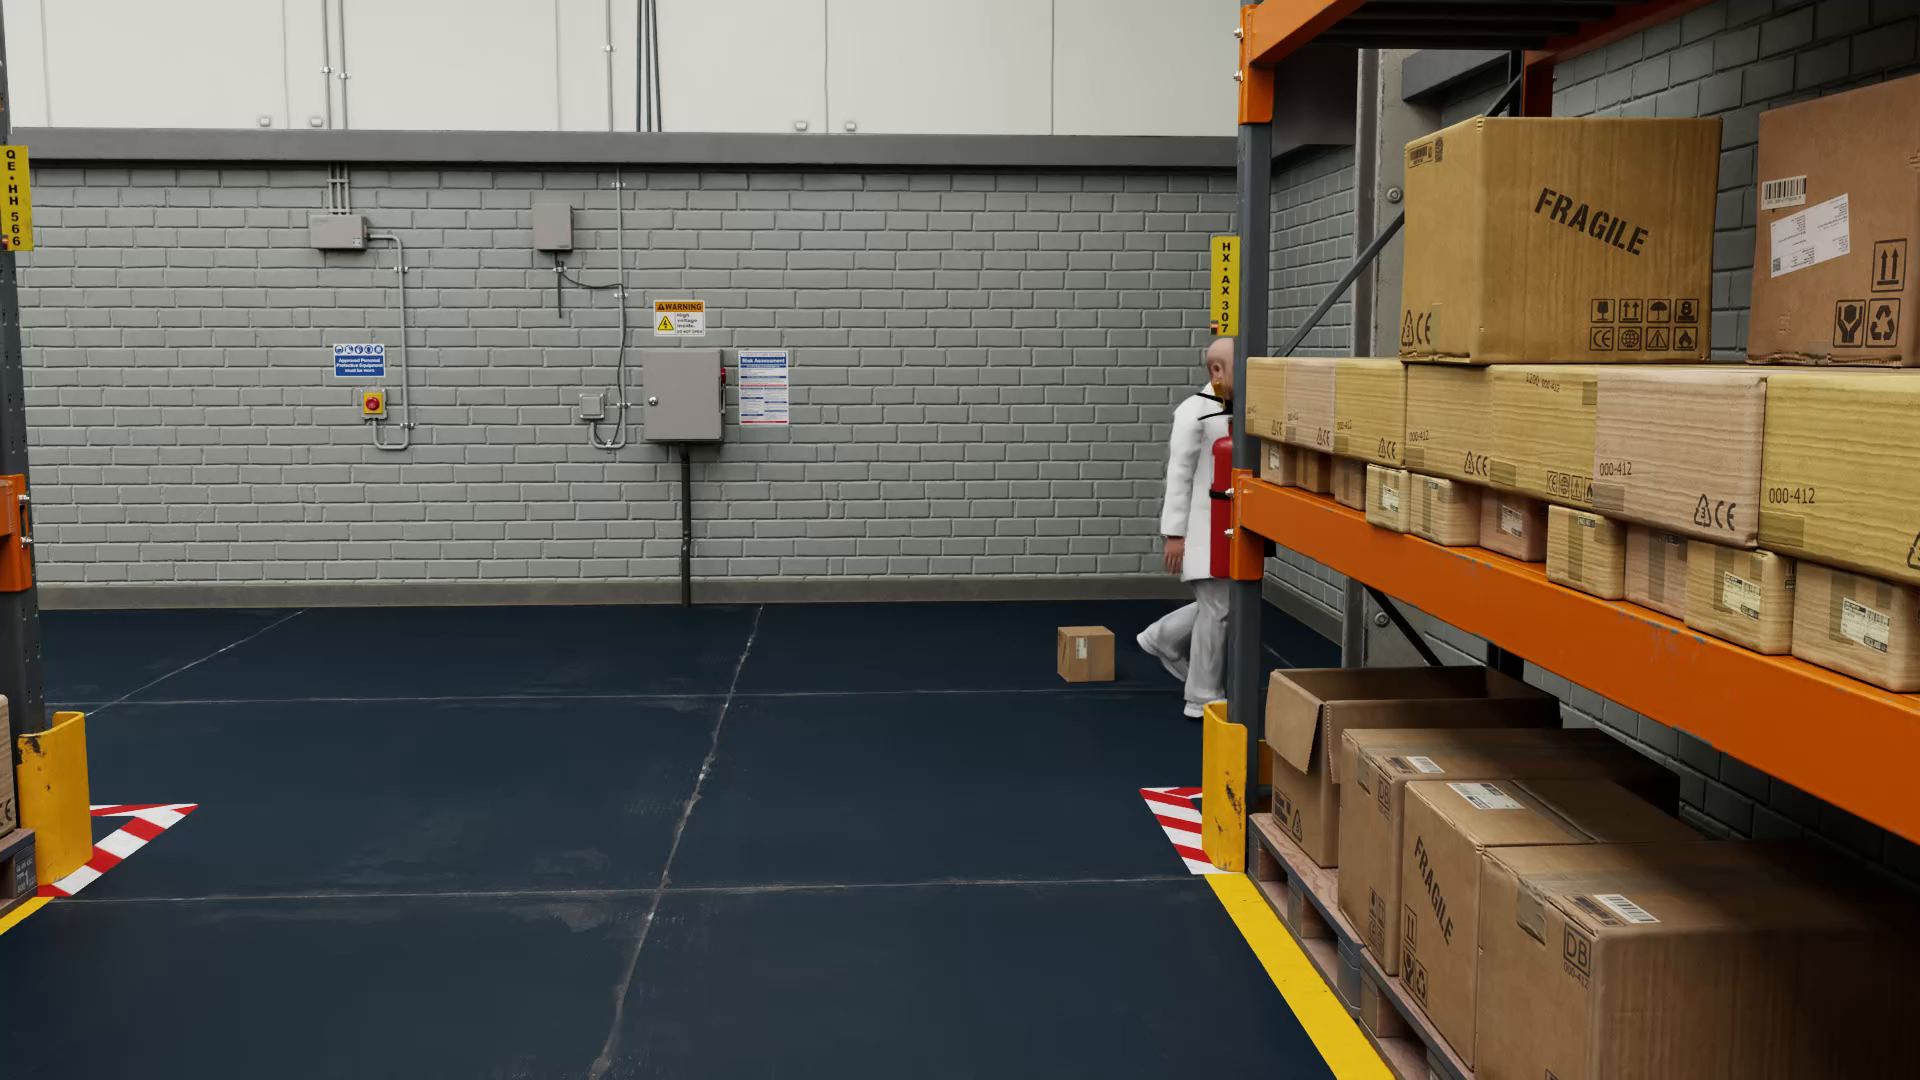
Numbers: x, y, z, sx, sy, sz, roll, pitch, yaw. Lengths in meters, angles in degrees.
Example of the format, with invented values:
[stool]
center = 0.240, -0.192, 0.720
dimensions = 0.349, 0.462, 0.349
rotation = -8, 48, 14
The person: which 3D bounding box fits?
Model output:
[person]
center = 1.097, -0.063, 7.766
dimensions = 0.626, 1.752, 0.781
rotation = -6, 9, -44
